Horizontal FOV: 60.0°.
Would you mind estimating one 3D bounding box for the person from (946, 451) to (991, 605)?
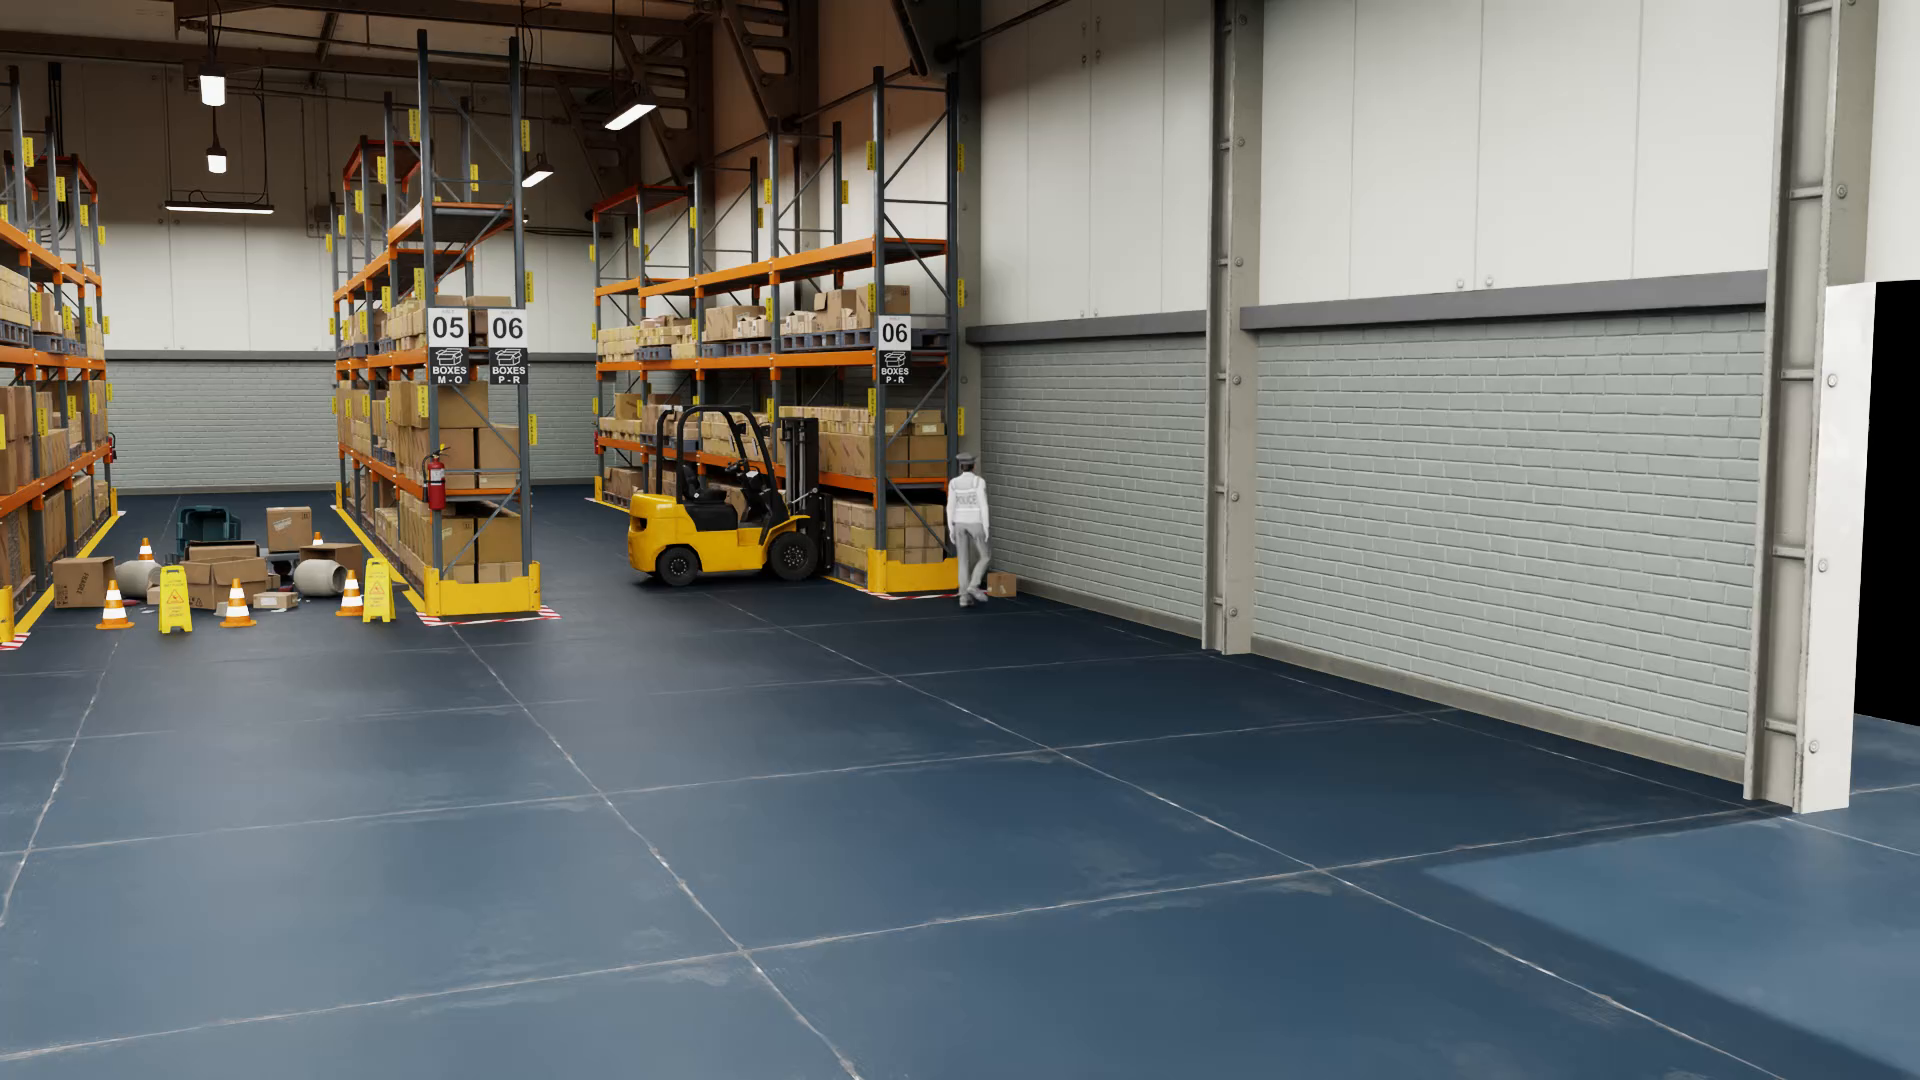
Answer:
[{"bbox_3d":[0.086,-0.122,18.091,0.509,1.667,0.449,2,6,18],"label":"person"}]
